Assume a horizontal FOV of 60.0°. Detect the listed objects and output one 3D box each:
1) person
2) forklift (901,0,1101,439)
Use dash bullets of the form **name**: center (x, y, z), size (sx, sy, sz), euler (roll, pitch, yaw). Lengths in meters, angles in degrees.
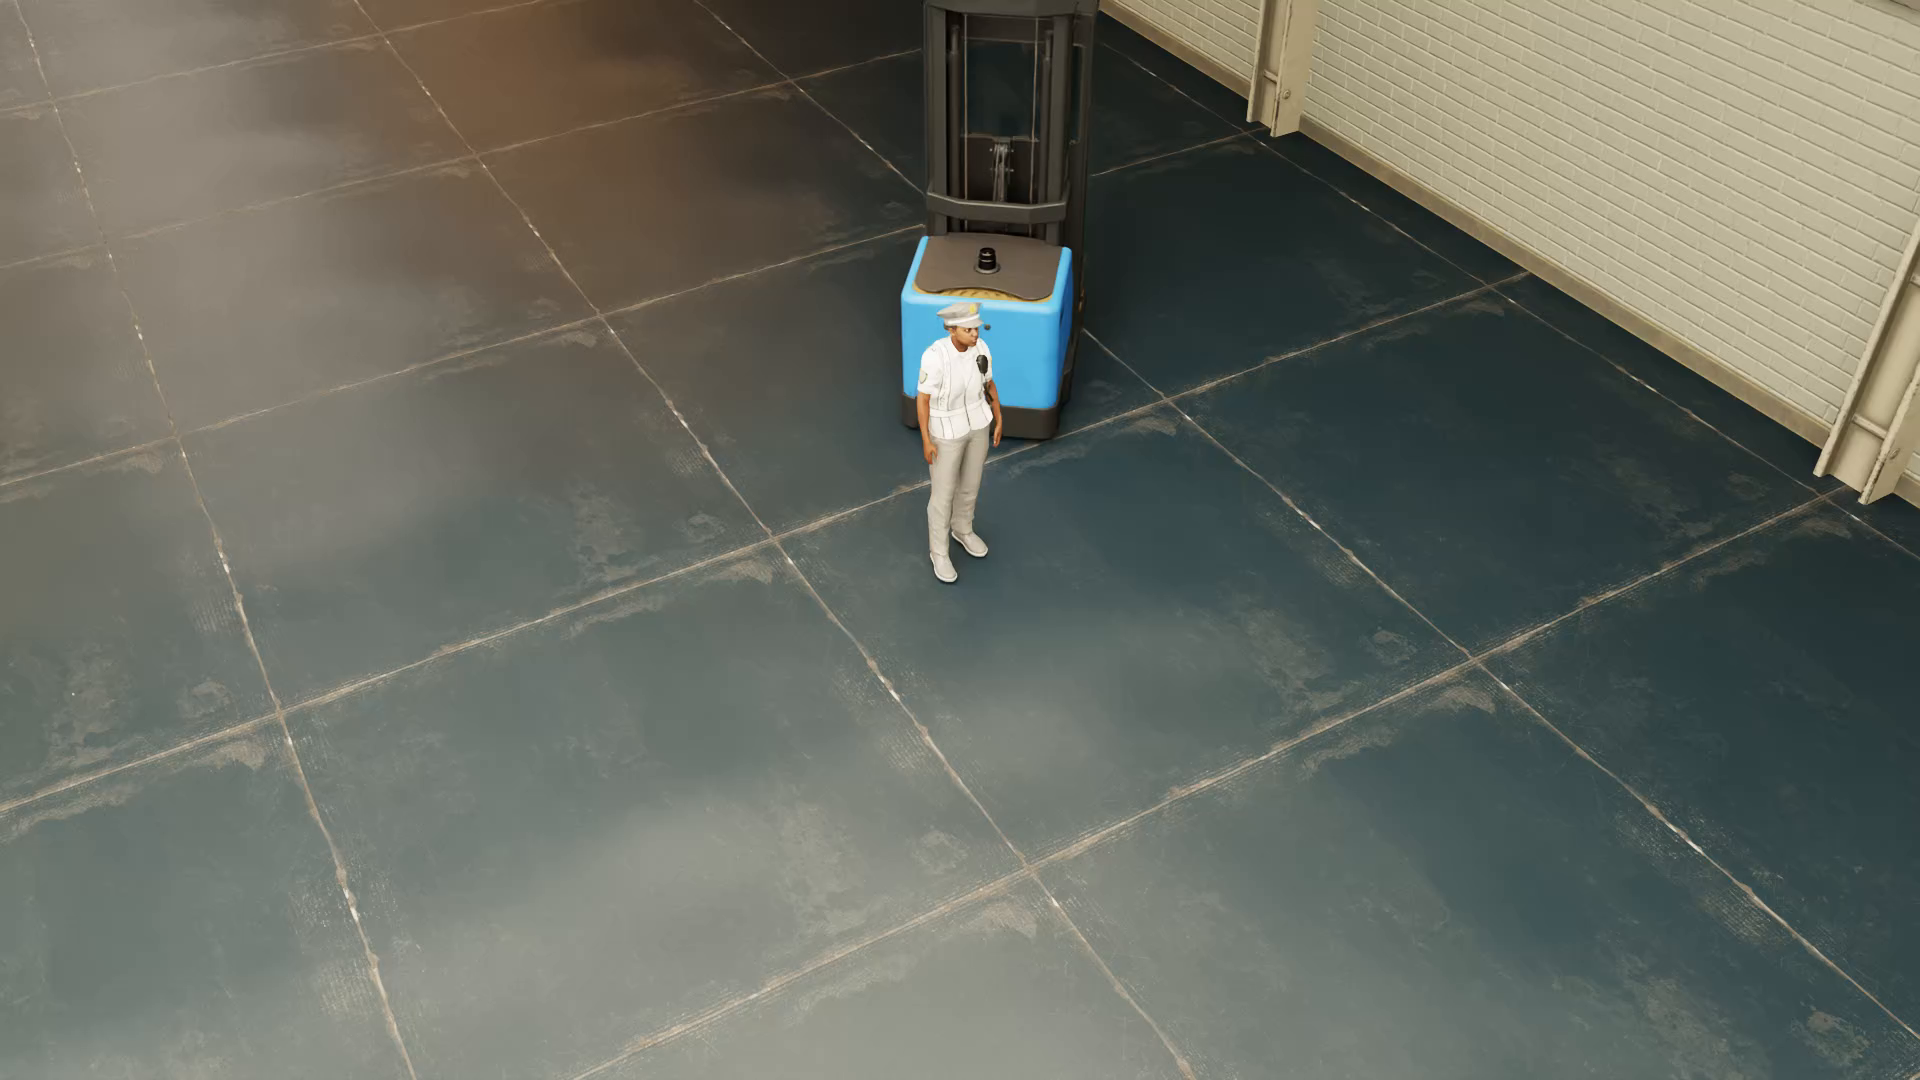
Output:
- **person**: center (0.021, -0.609, 9.730), size (0.570, 1.692, 0.530), euler (-20, 44, -23)
- **forklift**: center (0.348, -2.736, 11.335), size (1.130, 2.935, 3.031), euler (6, 40, 7)
